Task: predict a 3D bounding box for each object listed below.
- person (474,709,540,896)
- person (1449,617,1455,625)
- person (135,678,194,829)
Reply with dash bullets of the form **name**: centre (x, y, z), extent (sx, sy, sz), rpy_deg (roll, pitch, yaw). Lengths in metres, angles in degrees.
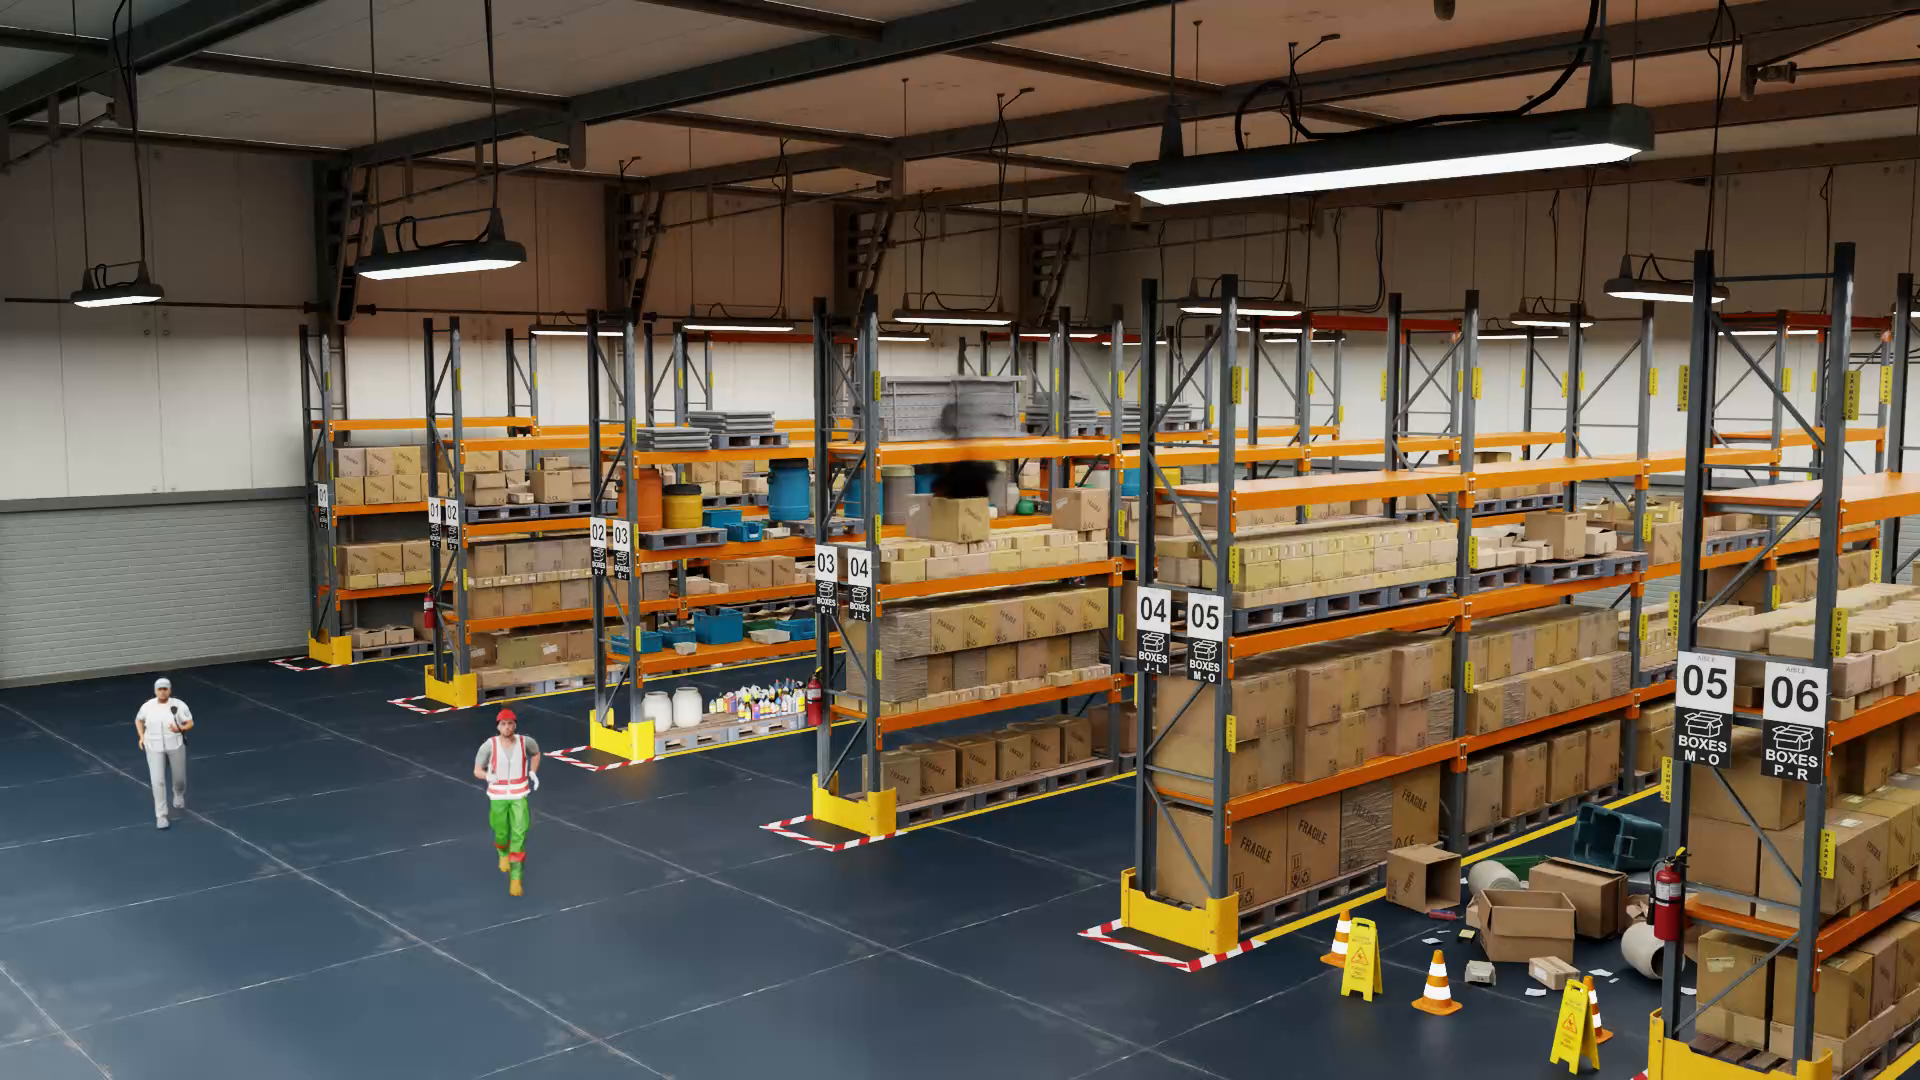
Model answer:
- **person**: centre (-4.508, 2.569, 16.618), extent (0.654, 1.776, 0.985), rpy_deg (-2, 6, -17)
- **person**: centre (7.207, 1.921, 24.160), extent (0.520, 1.584, 0.855), rpy_deg (5, 8, 40)
- **person**: centre (-9.133, 2.401, 19.120), extent (0.613, 1.644, 0.929), rpy_deg (-3, 6, -24)
